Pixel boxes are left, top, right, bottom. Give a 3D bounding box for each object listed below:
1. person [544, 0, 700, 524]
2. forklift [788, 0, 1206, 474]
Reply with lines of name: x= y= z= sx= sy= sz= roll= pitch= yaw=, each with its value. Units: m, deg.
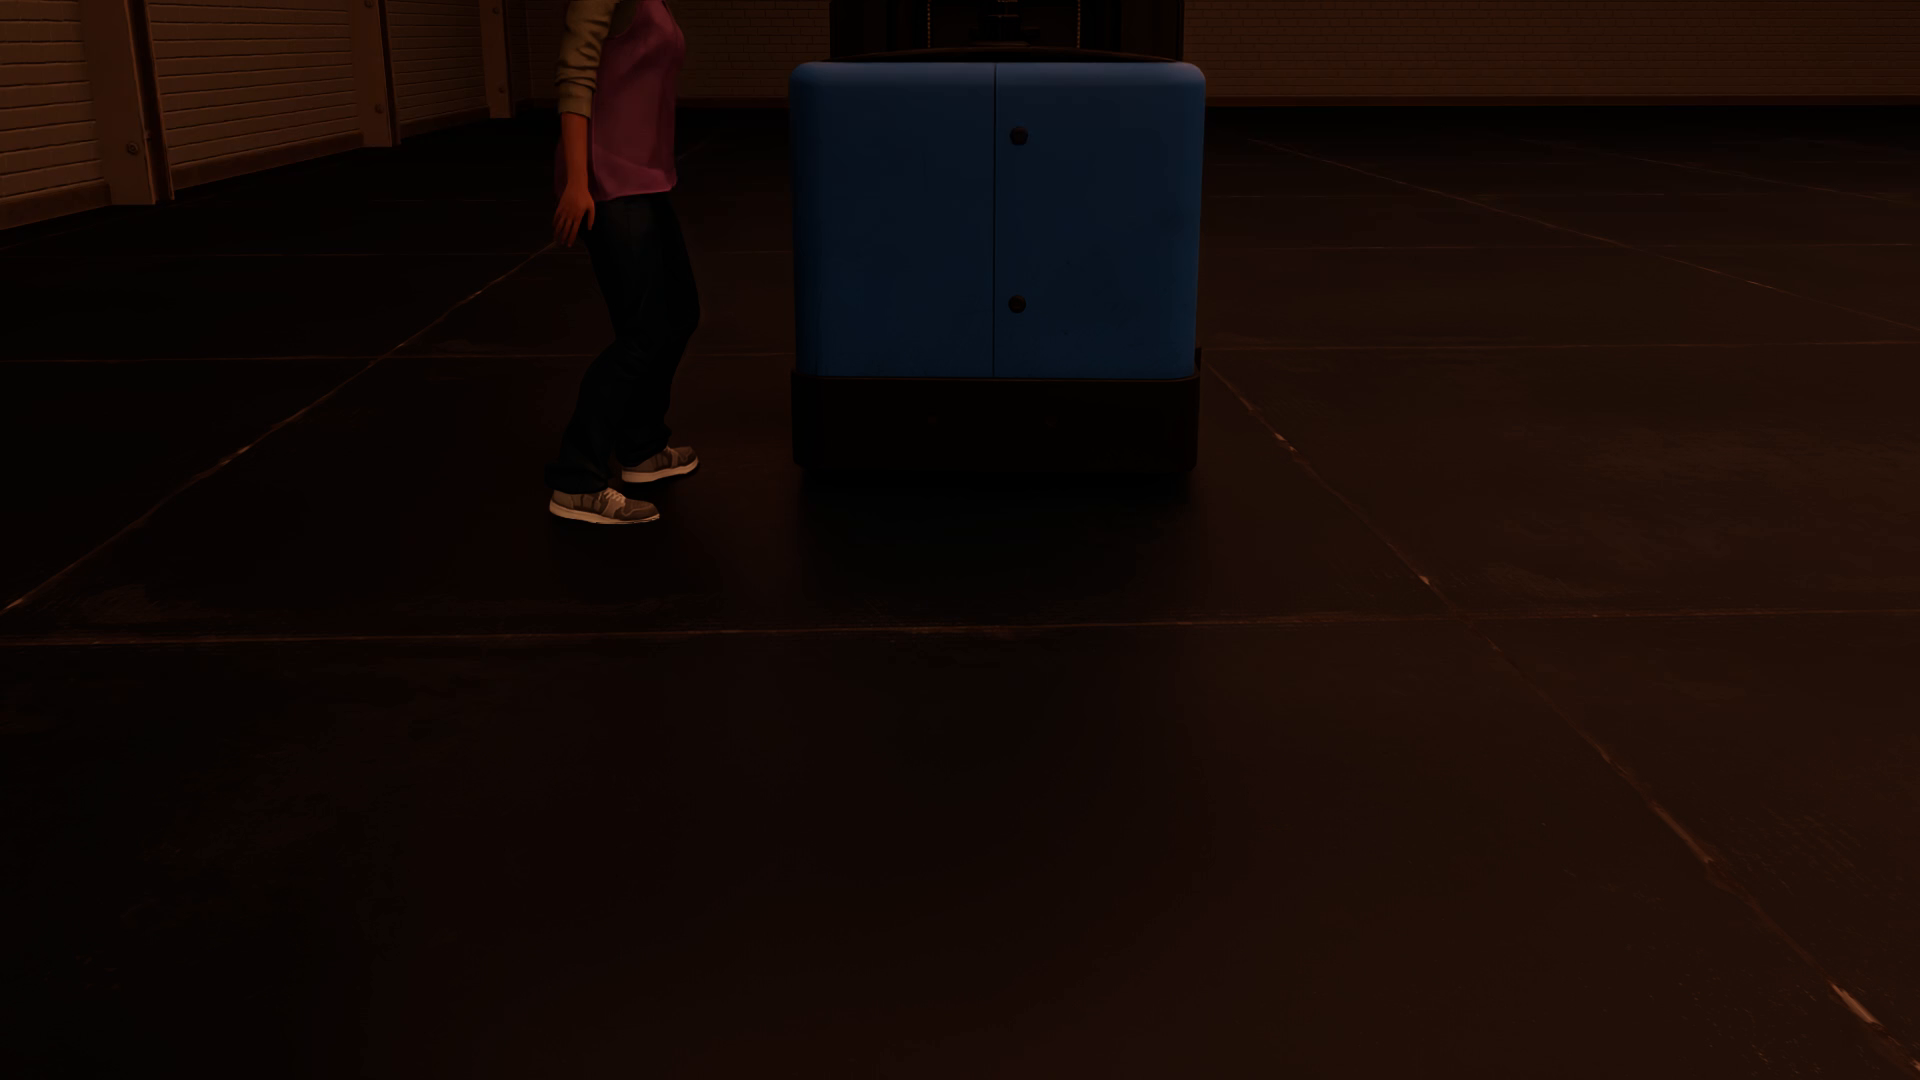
person: x=-0.823 y=-0.824 z=3.991 sx=0.401 sy=1.570 sz=0.740 roll=-1 pitch=17 yaw=-3
forklift: x=0.154 y=-1.949 z=5.279 sx=1.130 sy=2.935 sz=3.031 roll=1 pitch=17 yaw=3
